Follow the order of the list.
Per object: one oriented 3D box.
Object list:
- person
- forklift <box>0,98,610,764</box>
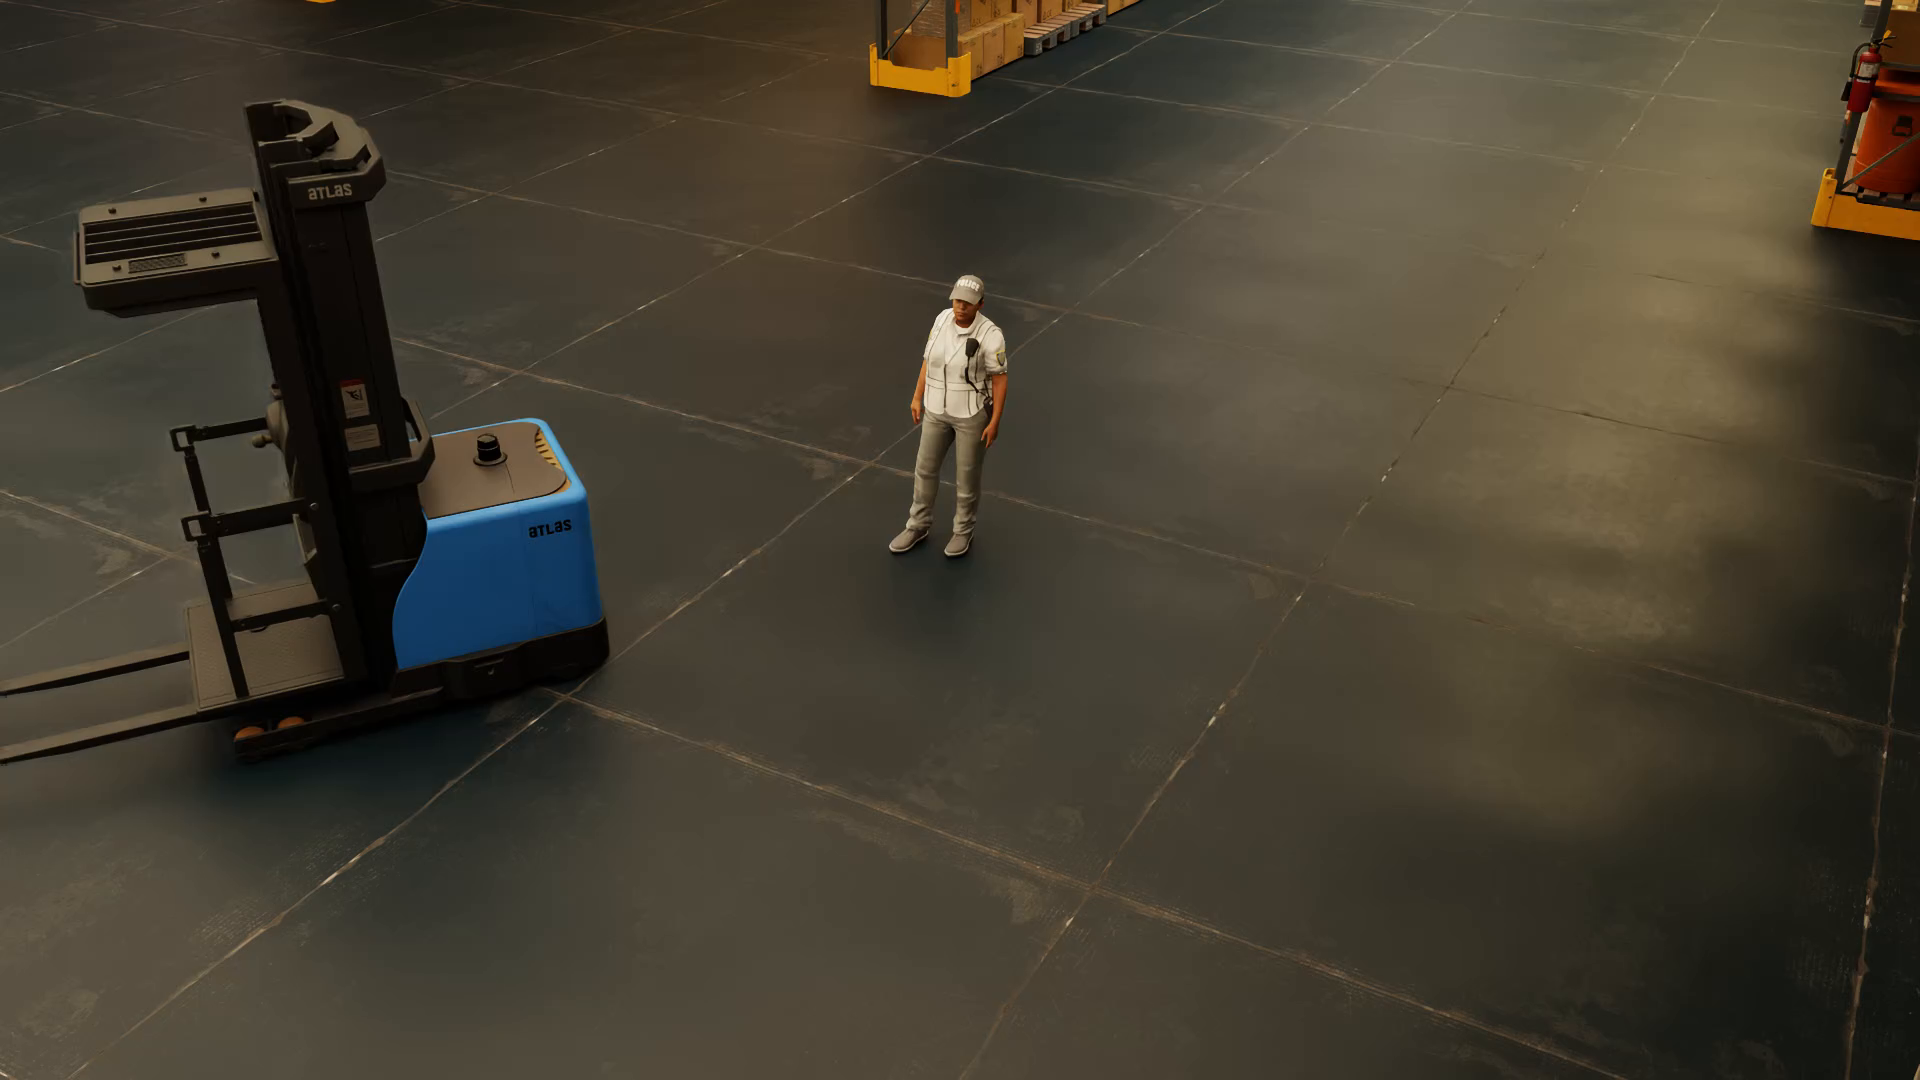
[{"bbox_3d":[-0.057,-0.700,9.534,0.598,1.670,0.529,15,33,25],"label":"person"},{"bbox_3d":[-3.415,-0.490,7.920,3.031,2.935,1.130,-13,33,-22],"label":"forklift"}]
